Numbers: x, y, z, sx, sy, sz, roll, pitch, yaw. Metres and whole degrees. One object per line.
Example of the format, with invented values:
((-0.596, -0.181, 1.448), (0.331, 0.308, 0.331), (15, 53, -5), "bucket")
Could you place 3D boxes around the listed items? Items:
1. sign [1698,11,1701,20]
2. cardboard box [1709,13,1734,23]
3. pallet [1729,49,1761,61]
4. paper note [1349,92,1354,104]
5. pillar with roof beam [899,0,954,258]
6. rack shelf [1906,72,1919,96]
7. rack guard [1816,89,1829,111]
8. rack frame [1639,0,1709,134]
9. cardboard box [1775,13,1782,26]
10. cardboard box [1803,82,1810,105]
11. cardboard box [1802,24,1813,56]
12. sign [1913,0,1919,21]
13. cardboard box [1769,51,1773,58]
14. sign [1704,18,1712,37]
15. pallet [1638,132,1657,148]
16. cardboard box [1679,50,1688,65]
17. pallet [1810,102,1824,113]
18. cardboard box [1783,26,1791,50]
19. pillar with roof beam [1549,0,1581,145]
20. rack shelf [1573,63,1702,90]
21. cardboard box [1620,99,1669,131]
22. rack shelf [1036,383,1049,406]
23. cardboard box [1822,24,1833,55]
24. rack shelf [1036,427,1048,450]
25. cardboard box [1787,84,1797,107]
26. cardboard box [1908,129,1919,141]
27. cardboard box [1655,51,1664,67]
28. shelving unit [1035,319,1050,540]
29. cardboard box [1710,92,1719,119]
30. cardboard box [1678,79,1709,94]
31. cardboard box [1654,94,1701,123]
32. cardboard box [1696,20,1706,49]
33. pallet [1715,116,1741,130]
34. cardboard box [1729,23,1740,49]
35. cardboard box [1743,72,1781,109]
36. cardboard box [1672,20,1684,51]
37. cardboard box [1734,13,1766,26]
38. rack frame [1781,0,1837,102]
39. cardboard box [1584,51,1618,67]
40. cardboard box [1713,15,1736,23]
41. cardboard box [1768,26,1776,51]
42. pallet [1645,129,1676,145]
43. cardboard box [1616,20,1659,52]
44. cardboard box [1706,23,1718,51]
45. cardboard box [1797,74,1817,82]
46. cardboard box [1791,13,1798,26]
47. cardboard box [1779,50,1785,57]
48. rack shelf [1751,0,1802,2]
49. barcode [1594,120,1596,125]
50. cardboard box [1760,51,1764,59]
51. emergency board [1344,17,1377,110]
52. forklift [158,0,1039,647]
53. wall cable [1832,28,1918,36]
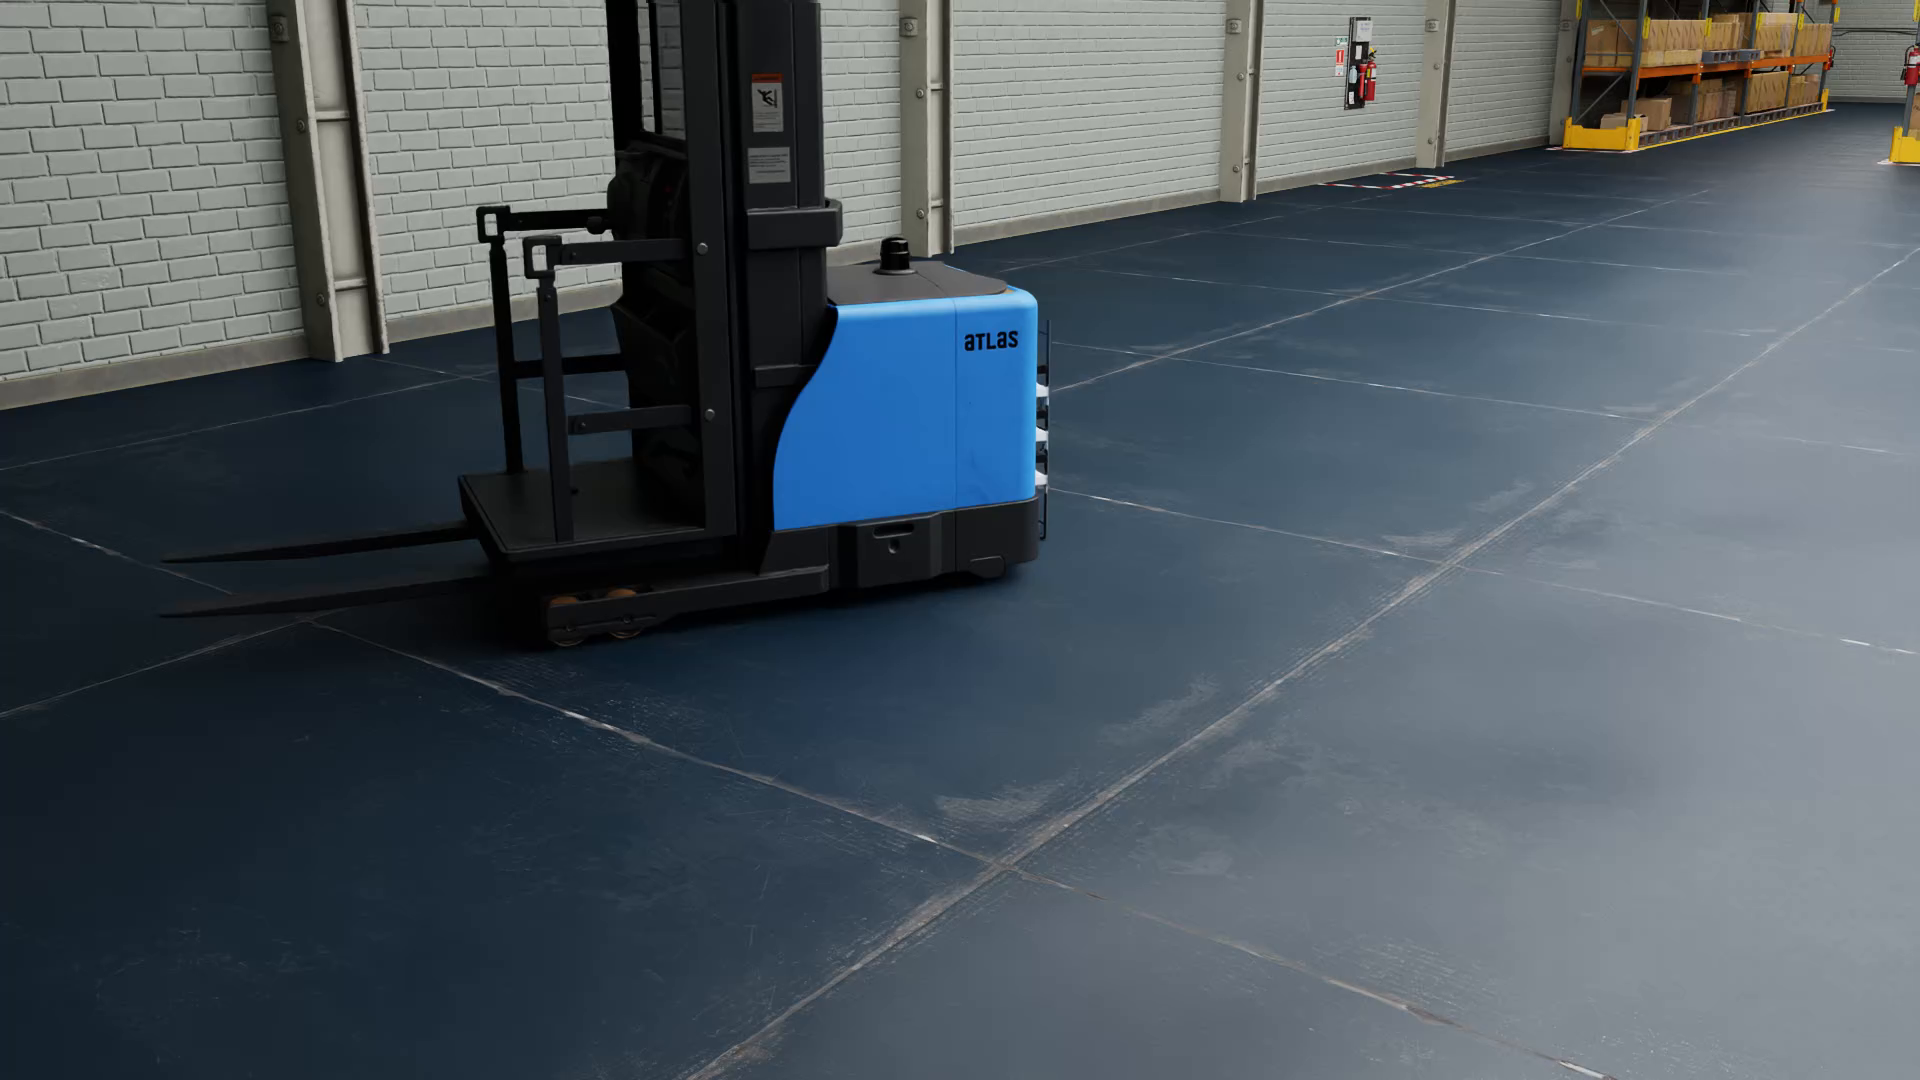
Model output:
((15.029, -10.558, 33.733), (0.100, 0.325, 0.005), (12, 21, 35), "sign")
((15.539, -10.619, 33.913), (0.500, 0.250, 0.500), (13, 22, 36), "cardboard box")
((15.138, -9.628, 33.012), (1.213, 0.211, 1.003), (12, 21, 35), "pallet")
((5.193, -5.860, 22.043), (0.016, 0.148, 0.142), (12, 21, 35), "paper note")
((3.165, -6.139, 11.339), (9.100, 9.000, 0.400), (12, 21, 35), "pillar with roof beam")
((15.882, -7.261, 26.280), (1.077, 0.370, 4.000), (12, 21, 35), "rack shelf")
((20.258, -10.625, 40.116), (1.175, 0.500, 0.348), (12, 21, 35), "rack guard")
((13.093, -8.955, 30.523), (1.000, 3.000, 0.127), (12, 21, 35), "rack frame")
((16.868, -10.899, 34.813), (0.500, 0.250, 0.500), (12, 21, 34), "cardboard box")
((19.309, -10.397, 38.671), (0.700, 0.500, 0.500), (12, 21, 33), "cardboard box")
((18.636, -11.303, 37.578), (0.980, 0.700, 0.700), (12, 21, 33), "cardboard box")
((14.263, -7.893, 24.752), (0.100, 0.325, 0.005), (12, 21, 35), "sign")
((16.926, -10.263, 35.126), (0.380, 0.149, 0.250), (13, 22, 36), "cardboard box")
((13.534, -9.274, 30.092), (0.100, 0.325, 0.005), (12, 21, 35), "sign")
((11.268, -6.876, 28.530), (1.003, 0.211, 1.213), (12, 21, 35), "pallet")
((12.464, -8.487, 29.235), (0.500, 0.250, 0.500), (12, 21, 34), "cardboard box")
((19.830, -10.277, 39.483), (1.003, 0.211, 1.213), (12, 21, 35), "pallet")
((17.491, -10.782, 35.703), (0.500, 0.500, 0.500), (13, 21, 35), "cardboard box")
((13.890, -10.426, 25.145), (9.100, 9.000, 0.400), (12, 21, 35), "pillar with roof beam")
((11.902, -8.135, 29.096), (1.077, 0.370, 4.000), (12, 21, 35), "rack shelf")
((12.012, -7.469, 29.212), (0.700, 0.500, 0.500), (11, 20, 31), "cardboard box")
((0.208, -0.590, 6.632), (0.200, 0.077, 0.258), (-7, 19, -23), "rack shelf")
((19.948, -11.833, 39.285), (0.980, 0.700, 0.700), (14, 22, 37), "cardboard box")
((0.208, -0.418, 6.685), (0.200, 0.077, 0.258), (-7, 19, -23), "rack shelf")
((18.388, -10.027, 37.483), (0.700, 0.500, 0.500), (13, 21, 35), "cardboard box")
((14.773, -6.195, 25.564), (0.500, 0.250, 0.500), (12, 21, 35), "cardboard box")
((11.554, -8.127, 28.074), (0.500, 0.250, 0.500), (12, 21, 33), "cardboard box")
((0.208, -0.450, 6.675), (0.210, 0.900, 0.258), (-7, 19, -23), "shelving unit")
((14.416, -8.518, 32.588), (0.700, 0.500, 0.500), (12, 21, 34), "cardboard box")
((14.085, -8.738, 32.032), (0.500, 0.250, 0.500), (12, 21, 33), "cardboard box")
((13.519, -8.150, 31.403), (0.700, 0.500, 0.500), (13, 22, 37), "cardboard box")
((13.060, -9.084, 29.893), (0.500, 0.500, 0.500), (12, 21, 35), "cardboard box")
((15.010, -8.390, 33.406), (1.003, 0.211, 1.213), (12, 21, 35), "pallet")
((14.894, -9.914, 32.701), (0.700, 0.500, 0.500), (10, 20, 30), "cardboard box")
((17.050, -9.644, 35.659), (0.750, 0.750, 0.750), (13, 22, 36), "cardboard box")
((12.149, -8.722, 28.727), (0.500, 0.500, 0.500), (13, 22, 36), "cardboard box")
((15.972, -10.535, 33.641), (0.500, 0.250, 0.500), (13, 22, 36), "cardboard box")
((20.243, -11.813, 39.727), (1.000, 3.000, 0.127), (12, 21, 35), "rack frame")
((10.833, -8.086, 27.943), (0.500, 0.250, 0.500), (13, 21, 35), "cardboard box")
((15.115, -10.309, 32.878), (0.380, 0.149, 0.250), (9, 19, 26), "cardboard box")
((16.588, -10.419, 34.532), (0.500, 0.500, 0.500), (12, 21, 34), "cardboard box")
((11.995, -7.165, 29.462), (1.003, 0.211, 1.213), (12, 21, 35), "pallet")
((11.236, -8.359, 27.558), (0.500, 0.500, 0.500), (12, 21, 35), "cardboard box")
((13.763, -9.460, 31.238), (0.700, 0.500, 0.500), (15, 23, 40), "cardboard box")
((19.825, -10.822, 38.947), (0.380, 0.149, 0.250), (13, 22, 36), "cardboard box")
((17.787, -11.262, 35.982), (0.500, 0.250, 0.500), (13, 22, 36), "cardboard box")
((17.454, -10.428, 35.657), (0.380, 0.149, 0.250), (12, 21, 35), "cardboard box")
((16.668, -11.473, 34.787), (1.077, 0.370, 4.000), (12, 21, 35), "rack shelf")
((10.884, -7.157, 28.508), (0.001, 0.075, 0.075), (12, 21, 35), "barcode")
((16.242, -9.942, 34.090), (0.380, 0.149, 0.250), (13, 22, 36), "cardboard box")
((5.354, -6.311, 22.009), (0.194, 1.169, 0.643), (12, 21, 35), "emergency board")
((-1.268, -1.219, 5.728), (3.031, 2.935, 1.130), (-7, 19, -23), "forklift")
((23.900, -14.479, 43.432), (3.097, 2.526, 0.112), (12, 21, 35), "wall cable")
